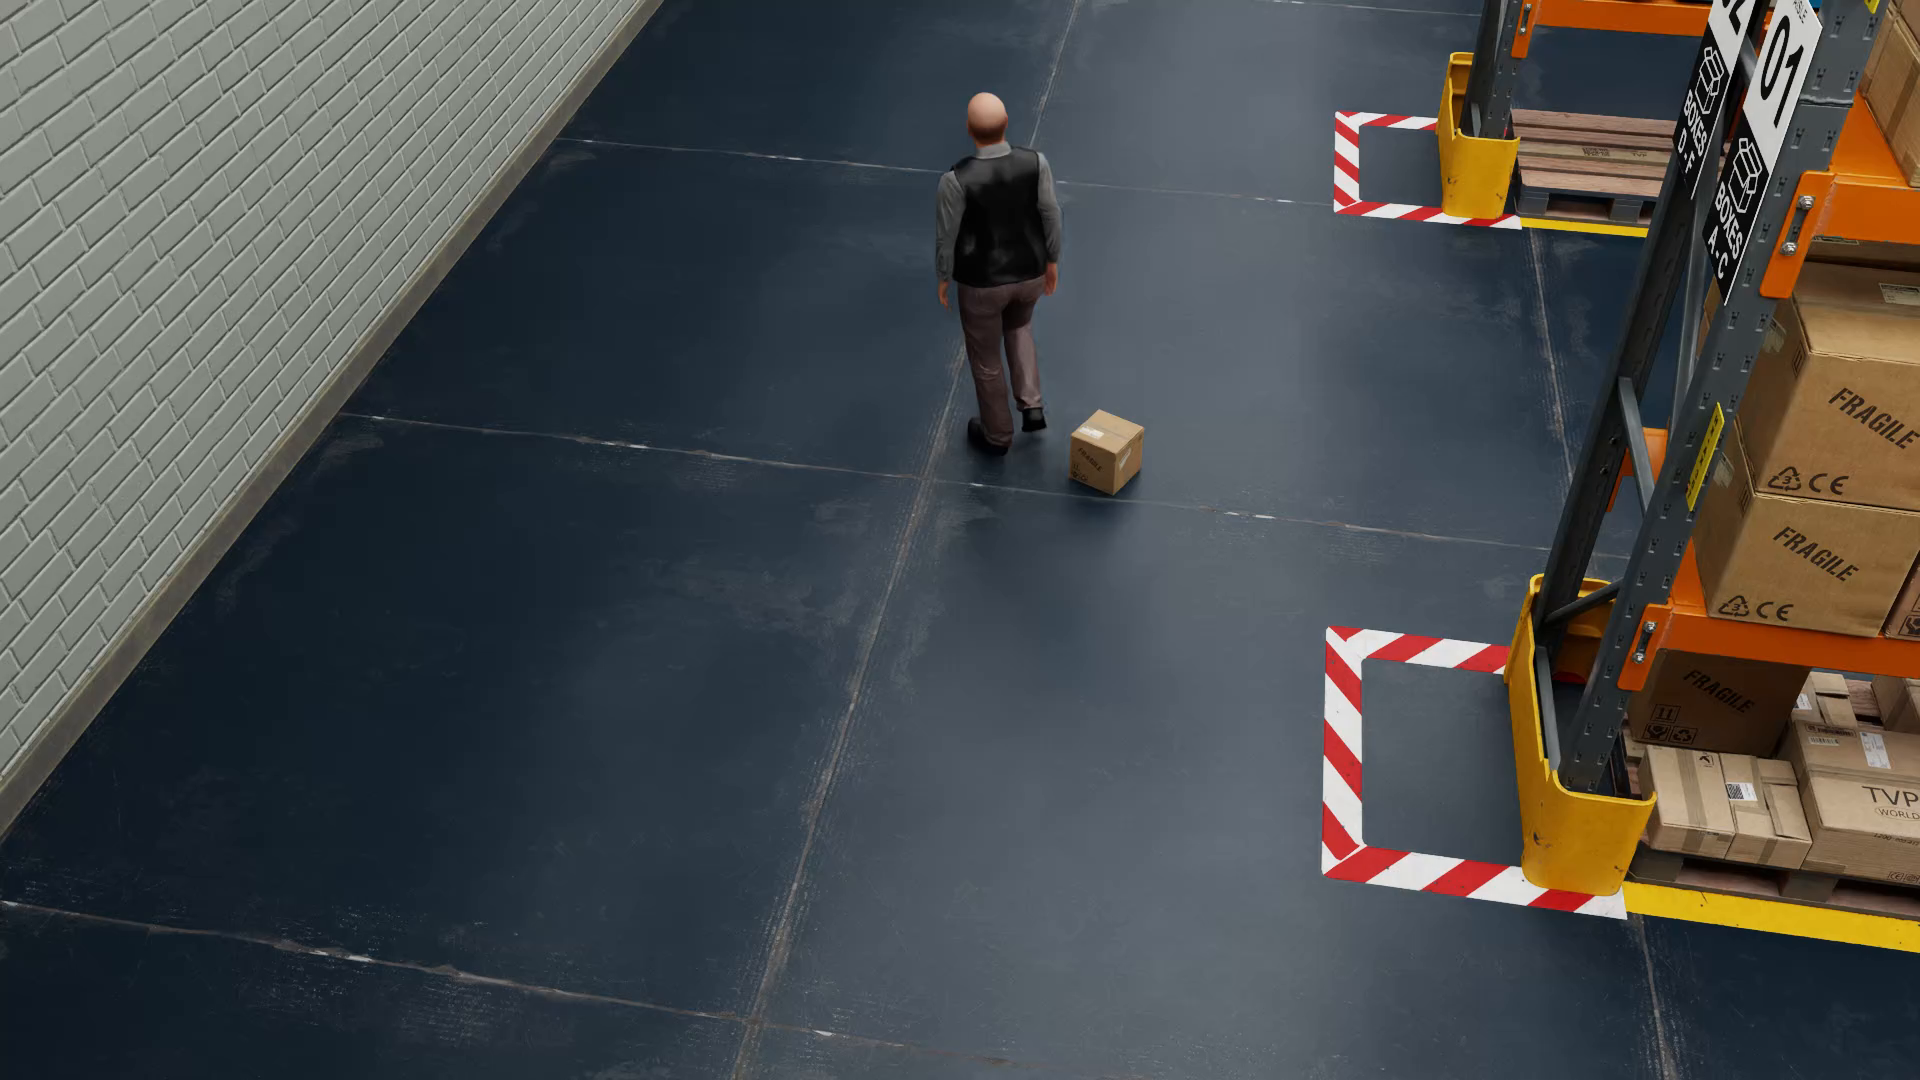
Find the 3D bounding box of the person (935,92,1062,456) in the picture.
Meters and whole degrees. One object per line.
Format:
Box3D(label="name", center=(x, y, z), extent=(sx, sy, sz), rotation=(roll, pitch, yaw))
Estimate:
Box3D(label="person", center=(0.181, -1.172, 7.529), extent=(0.573, 1.719, 0.466), rotation=(-16, 43, -18))
